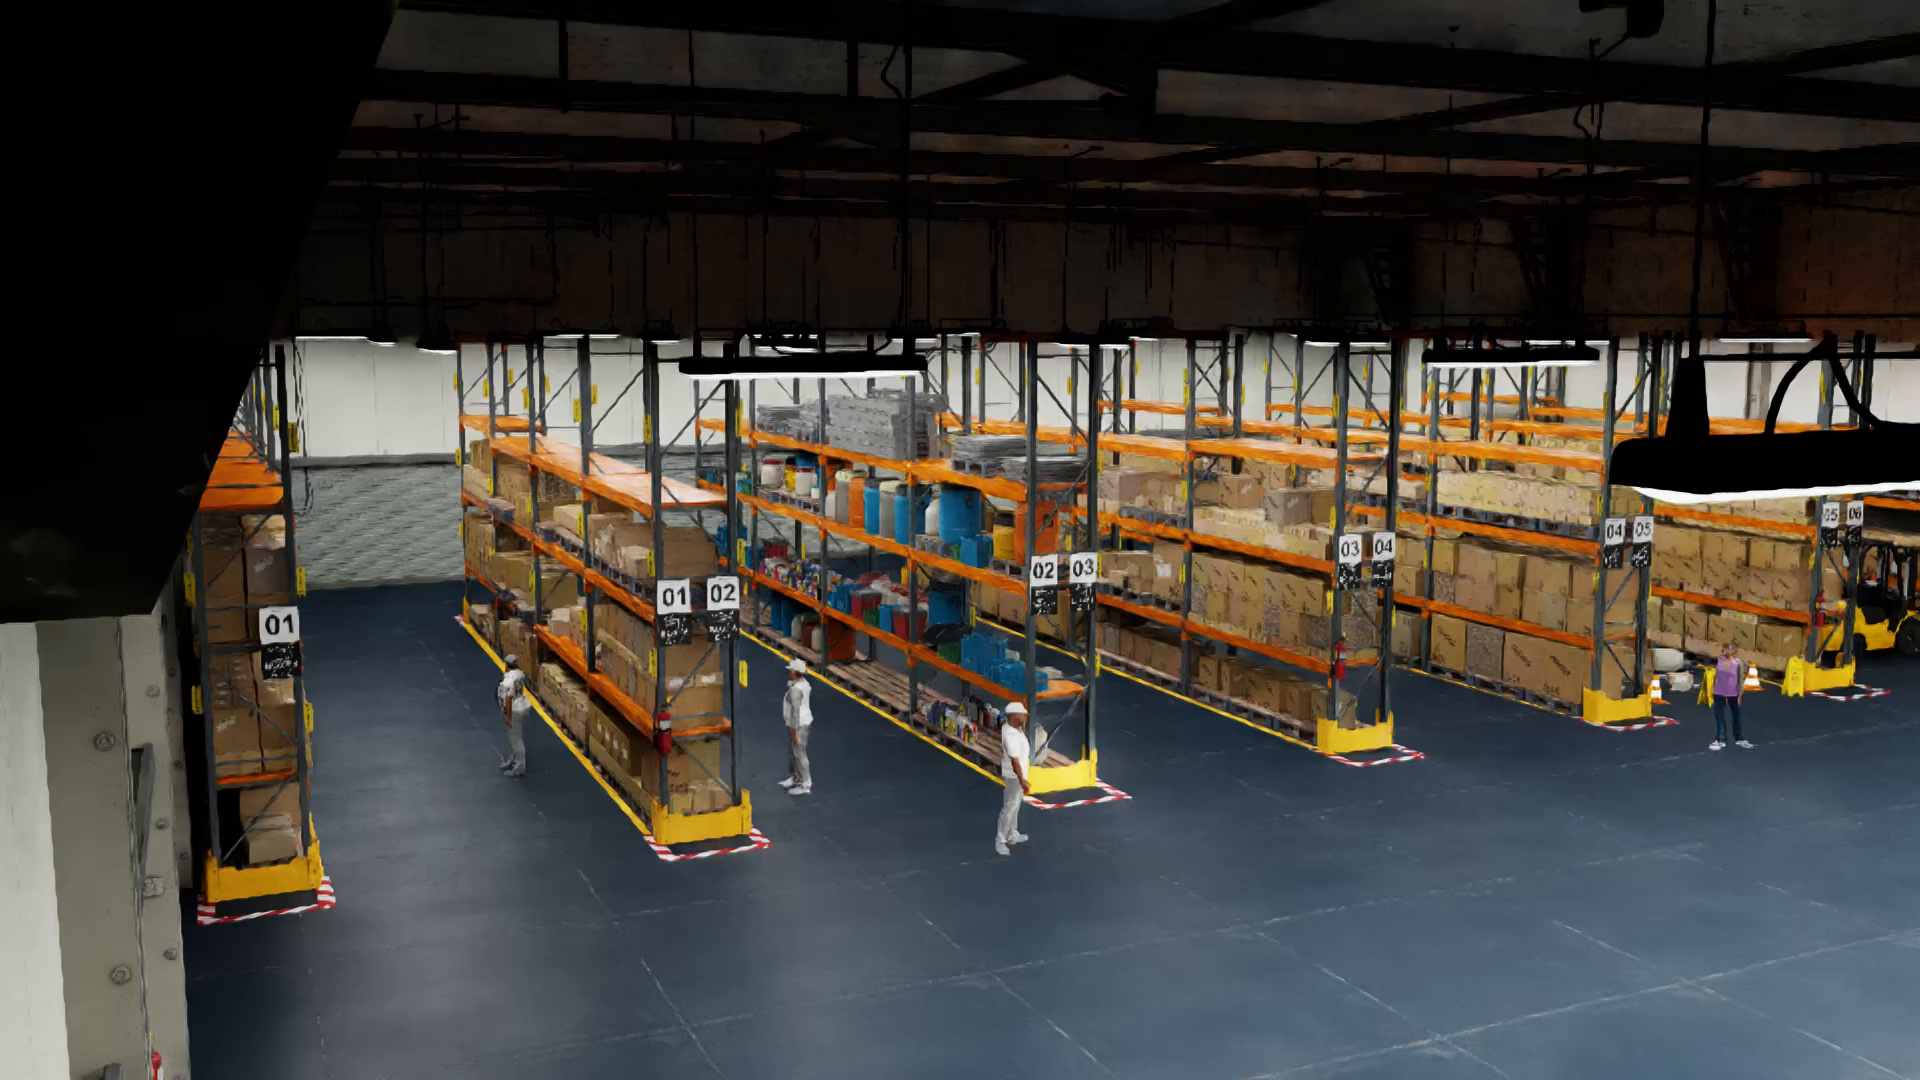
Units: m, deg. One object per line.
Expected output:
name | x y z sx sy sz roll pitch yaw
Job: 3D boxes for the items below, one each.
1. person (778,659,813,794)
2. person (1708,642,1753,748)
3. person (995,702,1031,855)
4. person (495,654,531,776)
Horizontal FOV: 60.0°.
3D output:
person | -2.207 2.462 22.169 0.494 1.775 0.578 1 8 6
person | 11.332 2.286 24.378 0.602 1.573 0.437 6 10 39
person | 0.627 2.800 19.747 0.423 1.770 0.708 0 8 0
person | -6.225 2.400 23.071 0.480 1.666 0.523 1 8 7
